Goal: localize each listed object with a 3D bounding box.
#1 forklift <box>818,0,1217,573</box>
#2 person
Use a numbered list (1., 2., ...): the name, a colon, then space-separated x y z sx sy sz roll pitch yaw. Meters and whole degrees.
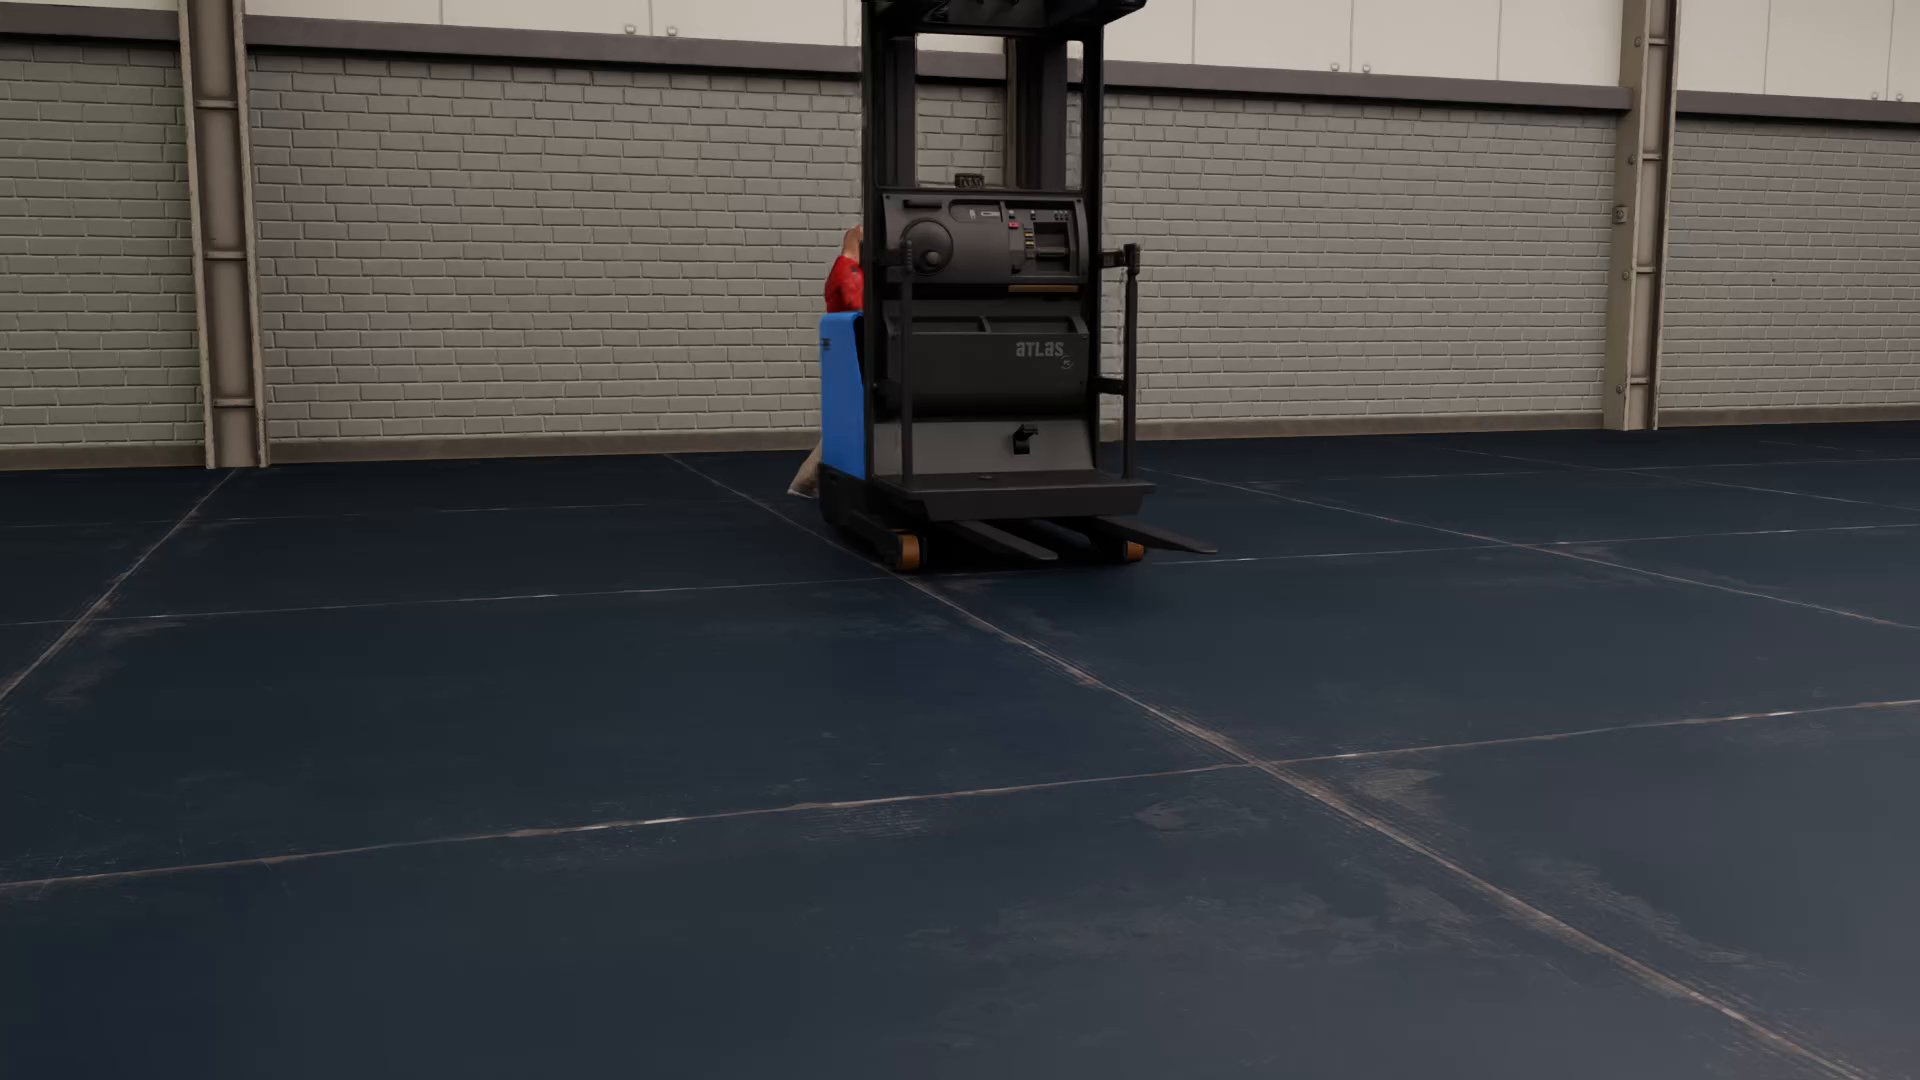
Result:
1. forklift: 0.178 -1.374 7.147 1.130 2.935 3.031 -2 8 -16
2. person: -0.509 -0.970 9.399 0.867 1.595 1.004 -2 8 -16
